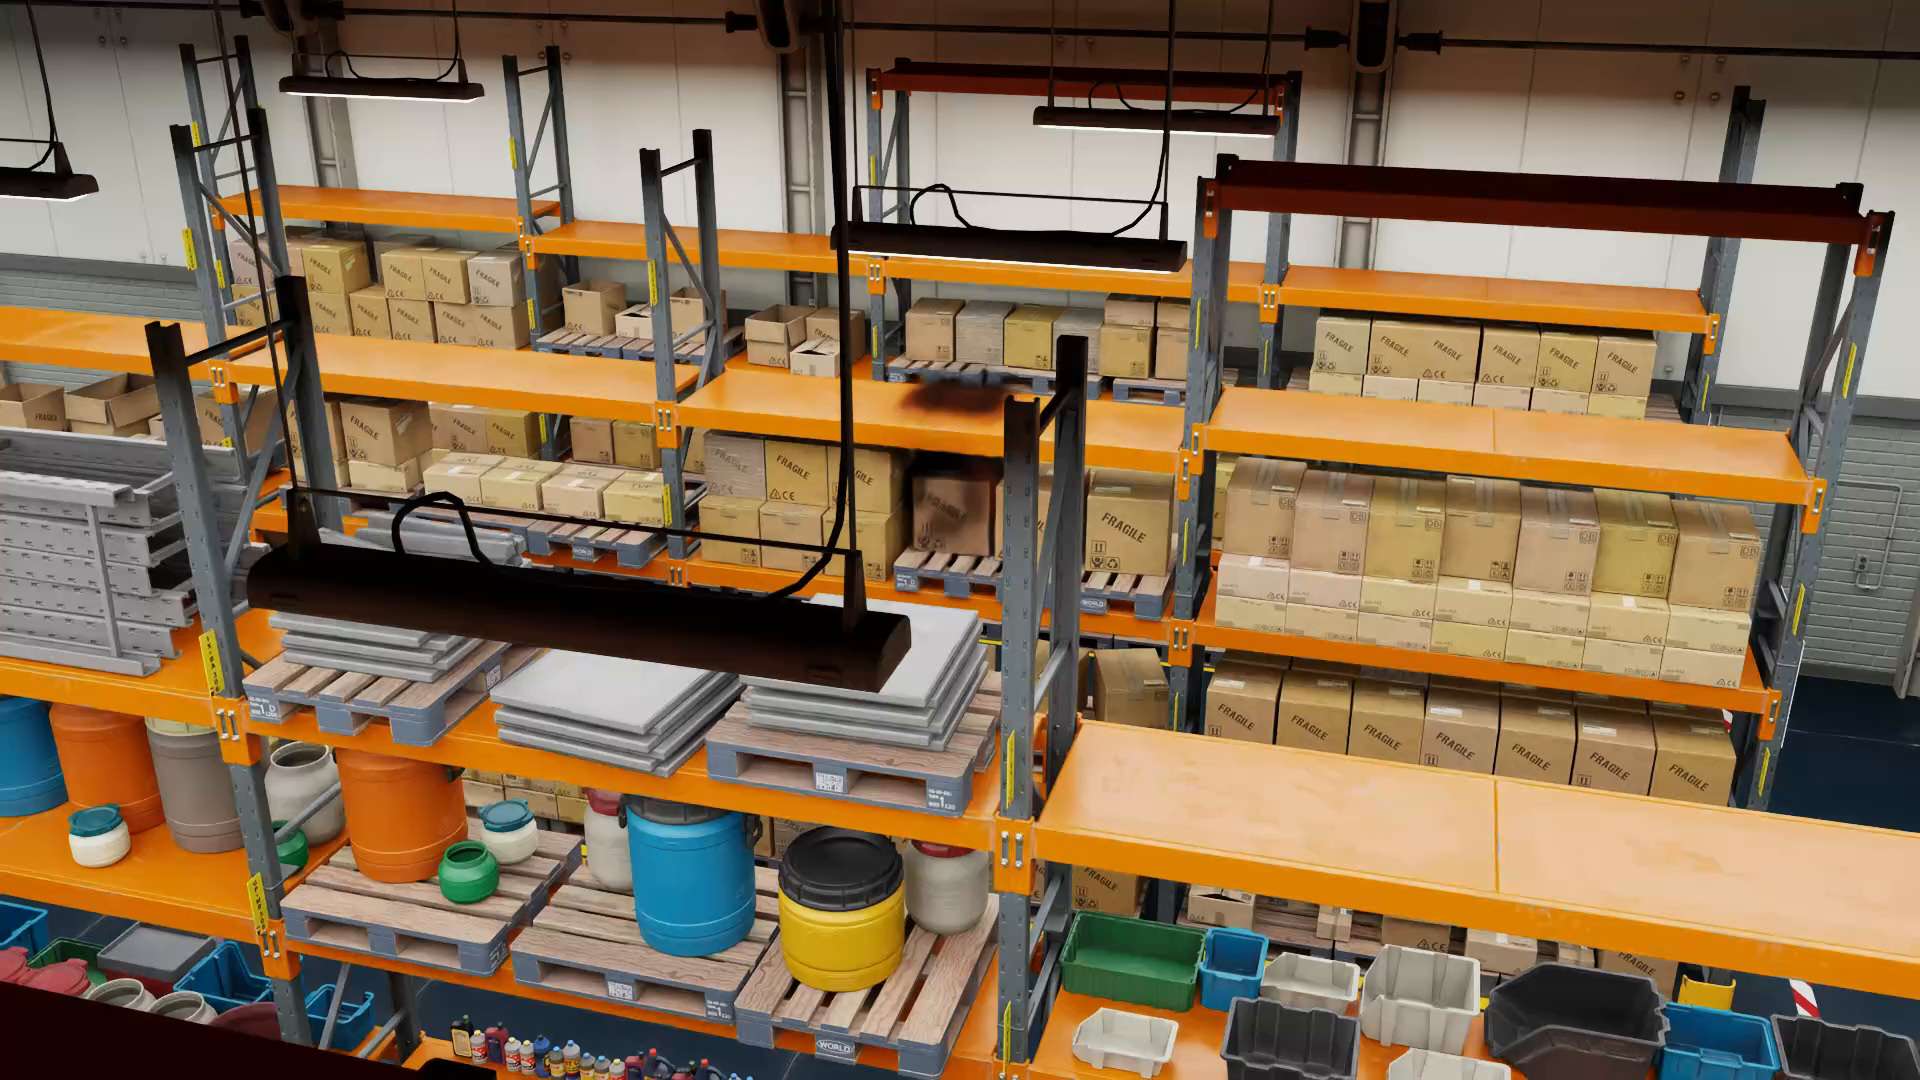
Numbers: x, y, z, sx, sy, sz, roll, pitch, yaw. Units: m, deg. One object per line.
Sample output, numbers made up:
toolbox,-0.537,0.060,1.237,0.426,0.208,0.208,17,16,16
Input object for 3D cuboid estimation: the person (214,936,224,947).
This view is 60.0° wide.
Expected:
person,-5.261,2.956,11.597,0.492,1.604,0.417,4,23,10
